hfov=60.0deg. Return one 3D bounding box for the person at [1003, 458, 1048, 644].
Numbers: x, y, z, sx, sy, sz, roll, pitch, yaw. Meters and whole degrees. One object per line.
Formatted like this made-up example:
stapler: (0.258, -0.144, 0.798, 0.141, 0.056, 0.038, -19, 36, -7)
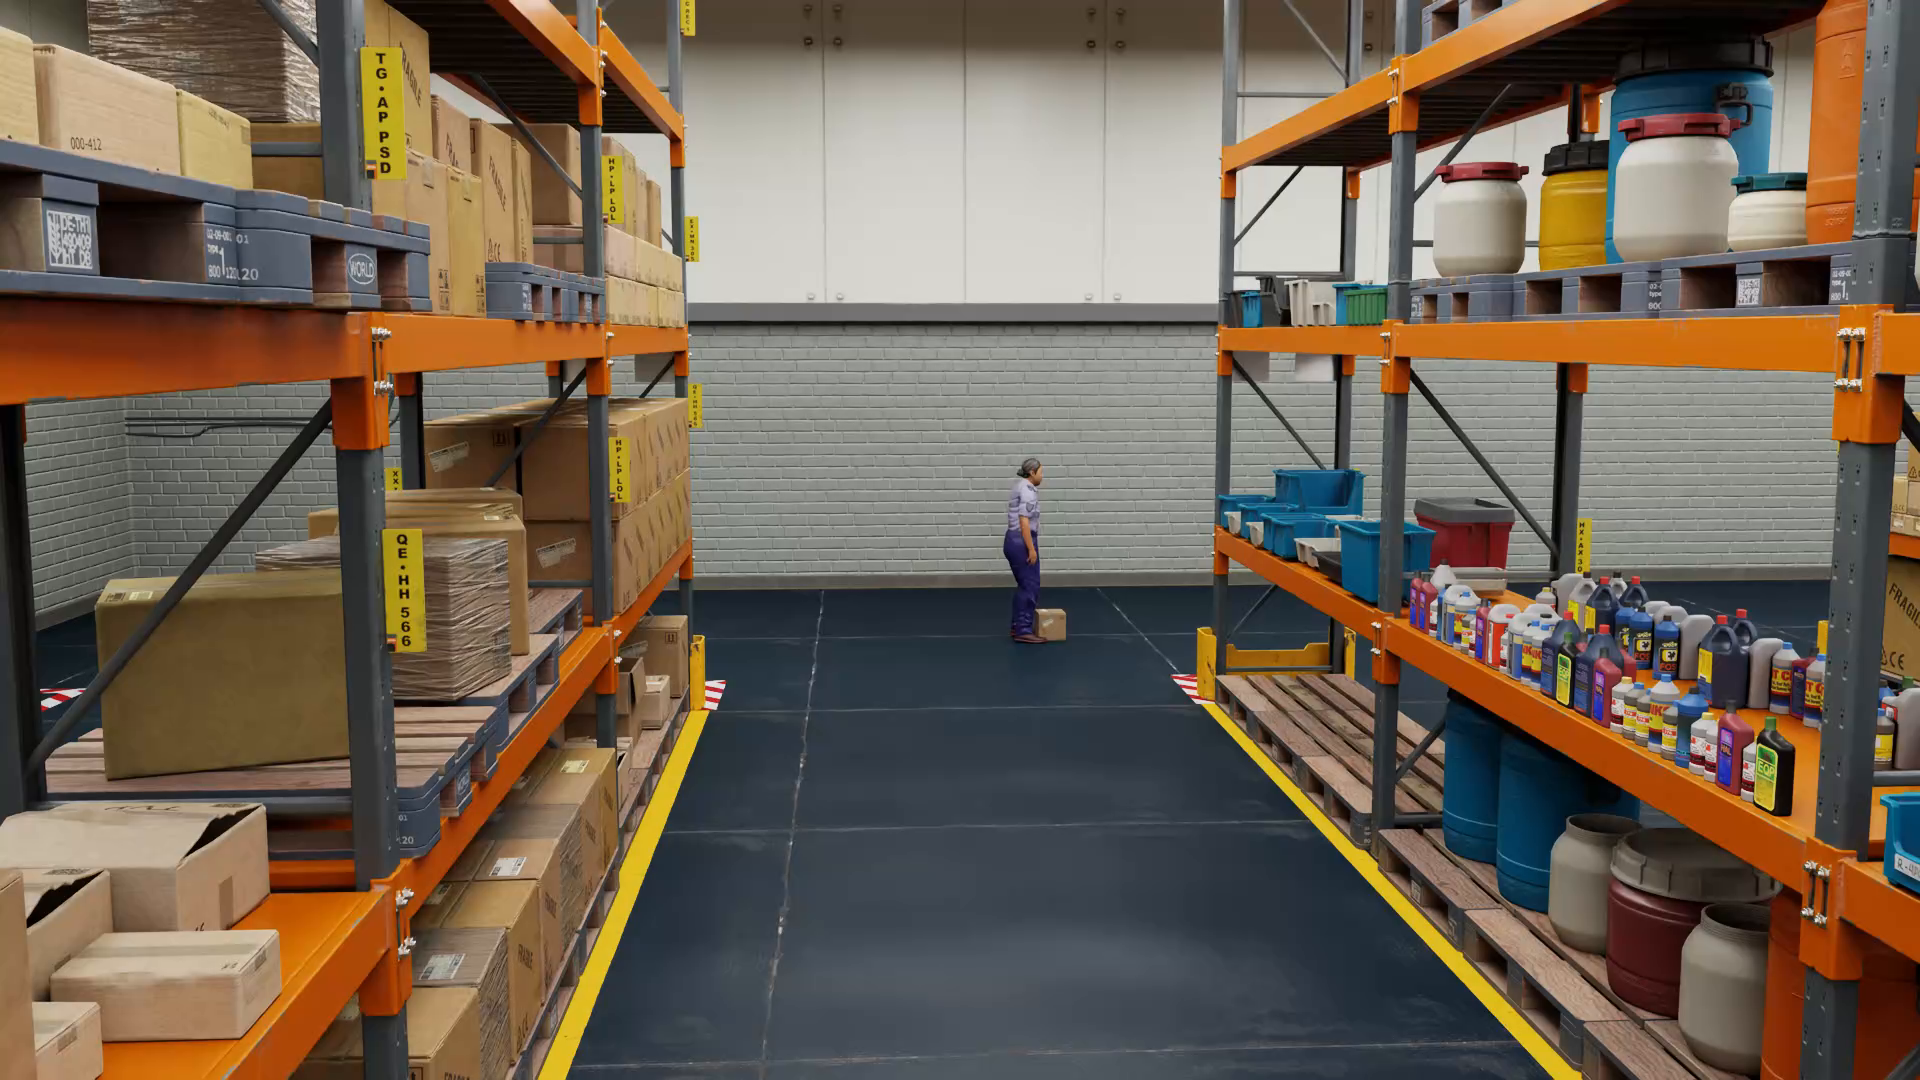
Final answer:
person: (0.606, 0.086, 15.099, 0.338, 1.647, 0.557, -1, 7, -7)
